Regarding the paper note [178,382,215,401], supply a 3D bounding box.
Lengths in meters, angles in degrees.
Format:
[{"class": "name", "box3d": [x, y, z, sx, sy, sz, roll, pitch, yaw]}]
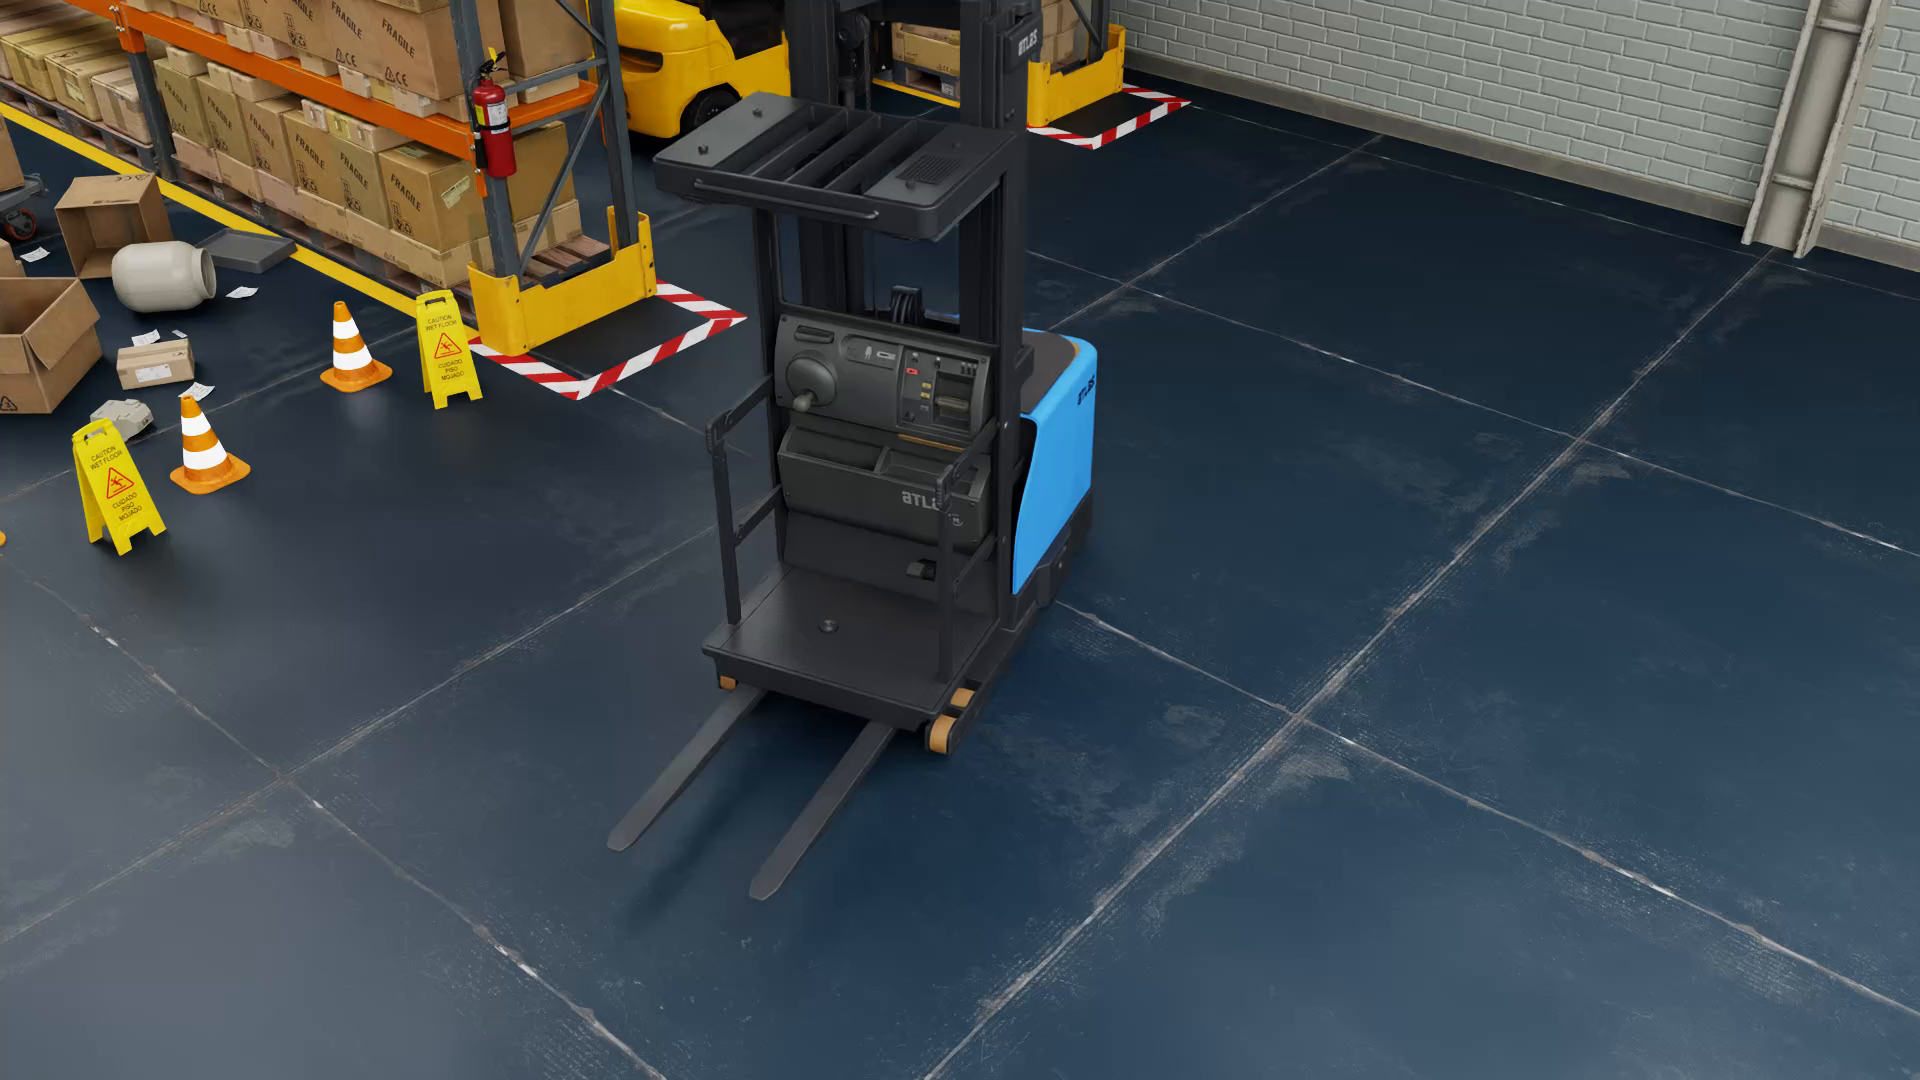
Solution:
[{"class": "paper note", "box3d": [-4.340, -0.847, 9.457, 0.142, 0.019, 0.148, 12, 36, 16]}]

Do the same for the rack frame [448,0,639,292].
[{"class": "rack frame", "box3d": [-2.340, -2.595, 9.379, 0.127, 3.000, 1.000, 25, 42, 32]}]

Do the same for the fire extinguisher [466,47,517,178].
[{"class": "fire extinguisher", "box3d": [-2.547, -2.321, 9.048, 0.183, 0.674, 0.296, 25, 42, 32]}]

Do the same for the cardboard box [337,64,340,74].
[{"class": "cardboard box", "box3d": [-3.537, -2.913, 10.064, 0.250, 0.149, 0.380, 26, 42, 32]}]

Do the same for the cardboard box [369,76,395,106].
[{"class": "cardboard box", "box3d": [-3.213, -2.679, 9.724, 0.250, 0.149, 0.380, 24, 41, 31]}]

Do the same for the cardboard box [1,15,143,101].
[{"class": "cardboard box", "box3d": [-6.909, -3.832, 13.131, 0.625, 0.372, 0.950, 27, 43, 33]}]

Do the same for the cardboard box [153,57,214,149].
[{"class": "cardboard box", "box3d": [-5.133, -3.061, 11.453, 0.500, 0.500, 0.500, 27, 43, 34]}]

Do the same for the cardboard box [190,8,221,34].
[{"class": "cardboard box", "box3d": [-4.758, -3.430, 10.816, 0.250, 0.149, 0.380, 27, 43, 33]}]

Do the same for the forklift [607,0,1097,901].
[{"class": "forklift", "box3d": [-0.405, -0.590, 6.520, 1.130, 2.935, 3.031, 14, 37, 19]}]

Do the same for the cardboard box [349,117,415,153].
[{"class": "cardboard box", "box3d": [-3.448, -2.491, 10.051, 0.250, 0.149, 0.380, 27, 43, 33]}]

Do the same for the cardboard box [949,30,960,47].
[{"class": "cardboard box", "box3d": [0.259, -4.042, 13.102, 0.500, 0.250, 0.500, 25, 41, 31]}]

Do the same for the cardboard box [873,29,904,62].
[{"class": "cardboard box", "box3d": [-0.485, -4.197, 13.770, 0.500, 0.250, 0.500, 26, 42, 32]}]

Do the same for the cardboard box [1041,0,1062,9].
[{"class": "cardboard box", "box3d": [0.585, -4.464, 13.275, 0.500, 0.250, 0.500, 25, 41, 31]}]

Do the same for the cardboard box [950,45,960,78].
[{"class": "cardboard box", "box3d": [0.270, -3.828, 13.232, 0.500, 0.250, 0.500, 26, 42, 32]}]

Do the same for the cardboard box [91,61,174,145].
[{"class": "cardboard box", "box3d": [-5.819, -3.322, 12.388, 0.625, 0.372, 0.950, 26, 42, 32]}]

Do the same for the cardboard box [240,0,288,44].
[{"class": "cardboard box", "box3d": [-4.075, -3.393, 10.190, 0.500, 0.500, 0.500, 26, 42, 32]}]

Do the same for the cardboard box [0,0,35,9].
[{"class": "cardboard box", "box3d": [-8.060, -4.373, 13.919, 0.625, 0.372, 0.950, 22, 40, 29]}]

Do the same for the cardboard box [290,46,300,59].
[{"class": "cardboard box", "box3d": [-3.926, -3.096, 10.330, 0.250, 0.149, 0.380, 25, 42, 32]}]

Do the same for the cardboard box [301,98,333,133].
[{"class": "cardboard box", "box3d": [-3.840, -2.680, 10.325, 0.250, 0.149, 0.380, 27, 43, 34]}]

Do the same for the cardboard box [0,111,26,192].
[{"class": "cardboard box", "box3d": [-6.530, -2.540, 10.838, 0.500, 0.500, 0.500, 25, 42, 32]}]

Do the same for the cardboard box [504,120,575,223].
[{"class": "cardboard box", "box3d": [-2.802, -2.364, 10.439, 0.500, 0.500, 0.500, 24, 41, 30]}]

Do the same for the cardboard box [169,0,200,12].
[{"class": "cardboard box", "box3d": [-4.854, -3.755, 10.717, 0.500, 0.500, 0.500, 25, 42, 32]}]

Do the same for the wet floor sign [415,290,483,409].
[{"class": "wet floor sign", "box3d": [-2.879, -1.090, 9.267, 0.267, 0.644, 0.232, -18, 38, -25]}]

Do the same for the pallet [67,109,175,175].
[{"class": "pallet", "box3d": [-6.013, -3.175, 12.687, 1.213, 0.211, 1.003, 25, 42, 32]}]

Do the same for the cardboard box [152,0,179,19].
[{"class": "cardboard box", "box3d": [-5.150, -3.617, 11.090, 0.250, 0.149, 0.380, 27, 43, 33]}]

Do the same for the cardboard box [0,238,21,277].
[{"class": "cardboard box", "box3d": [-6.034, -1.491, 9.857, 0.503, 0.637, 0.797, 25, 42, 32]}]

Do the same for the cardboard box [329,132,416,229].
[{"class": "cardboard box", "box3d": [-3.526, -2.308, 10.356, 0.500, 0.500, 0.500, 27, 43, 33]}]

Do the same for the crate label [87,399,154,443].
[{"class": "crate label", "box3d": [-4.589, -0.661, 9.091, 0.298, 0.136, 0.250, 6, 35, 8]}]

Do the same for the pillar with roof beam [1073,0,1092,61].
[{"class": "pillar with roof beam", "box3d": [-1.880, -6.000, 9.038, 0.400, 9.000, 9.100, 25, 42, 32]}]

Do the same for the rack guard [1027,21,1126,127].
[{"class": "rack guard", "box3d": [0.852, -3.717, 13.220, 0.348, 0.500, 1.175, 25, 42, 32]}]

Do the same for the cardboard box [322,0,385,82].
[{"class": "cardboard box", "box3d": [-3.315, -3.019, 9.645, 0.500, 0.500, 0.500, 25, 42, 32]}]

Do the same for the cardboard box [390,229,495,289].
[{"class": "cardboard box", "box3d": [-3.152, -1.819, 10.307, 0.500, 0.250, 0.500, 25, 42, 32]}]

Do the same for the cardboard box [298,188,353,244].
[{"class": "cardboard box", "box3d": [-3.932, -2.188, 10.845, 0.500, 0.250, 0.500, 24, 41, 30]}]

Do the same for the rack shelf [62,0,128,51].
[{"class": "rack shelf", "box3d": [-6.951, -4.471, 12.747, 4.000, 0.370, 1.077, 25, 42, 32]}]

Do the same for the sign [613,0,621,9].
[{"class": "sign", "box3d": [-1.993, -3.188, 9.477, 0.005, 0.325, 0.100, 25, 42, 32]}]

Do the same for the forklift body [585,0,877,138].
[{"class": "forklift body", "box3d": [-1.791, -4.299, 12.610, 1.214, 2.155, 2.313, 25, 42, 32]}]

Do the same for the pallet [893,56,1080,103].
[{"class": "pallet", "box3d": [0.219, -3.865, 13.691, 1.213, 0.211, 1.003, 25, 42, 32]}]

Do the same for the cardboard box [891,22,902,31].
[{"class": "cardboard box", "box3d": [-0.530, -4.406, 13.632, 0.500, 0.250, 0.500, 24, 41, 31]}]

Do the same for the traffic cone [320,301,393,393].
[{"class": "traffic cone", "box3d": [-3.496, -1.143, 9.506, 0.334, 0.463, 0.336, 25, 42, 32]}]

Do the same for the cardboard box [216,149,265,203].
[{"class": "cardboard box", "box3d": [-4.716, -2.564, 11.391, 0.500, 0.250, 0.500, 28, 43, 34]}]

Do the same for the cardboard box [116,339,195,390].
[{"class": "cardboard box", "box3d": [-4.639, -1.015, 9.597, 0.380, 0.149, 0.250, -12, 36, -17]}]

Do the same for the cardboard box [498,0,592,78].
[{"class": "cardboard box", "box3d": [-2.526, -3.051, 9.692, 0.500, 0.500, 0.500, 25, 41, 31]}]

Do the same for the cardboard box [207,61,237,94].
[{"class": "cardboard box", "box3d": [-4.680, -3.072, 10.896, 0.250, 0.149, 0.380, 27, 43, 33]}]

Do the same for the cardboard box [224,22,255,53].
[{"class": "cardboard box", "box3d": [-4.400, -3.219, 10.509, 0.250, 0.149, 0.380, 25, 42, 32]}]

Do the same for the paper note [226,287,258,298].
[{"class": "paper note", "box3d": [-4.534, -1.569, 10.508, 0.148, 0.019, 0.142, 12, 36, 16]}]

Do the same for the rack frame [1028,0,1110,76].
[{"class": "rack frame", "box3d": [0.833, -4.756, 12.525, 0.127, 3.000, 1.000, 25, 42, 32]}]

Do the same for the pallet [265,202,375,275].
[{"class": "pallet", "box3d": [-3.933, -2.224, 11.303, 1.213, 0.211, 1.003, 25, 42, 32]}]

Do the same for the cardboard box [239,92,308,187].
[{"class": "cardboard box", "box3d": [-4.317, -2.684, 10.904, 0.500, 0.500, 0.500, 28, 43, 34]}]

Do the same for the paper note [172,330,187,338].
[{"class": "paper note", "box3d": [-4.721, -1.247, 10.057, 0.123, 0.001, 0.032, 25, 42, 32]}]

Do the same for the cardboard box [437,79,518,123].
[{"class": "cardboard box", "box3d": [-2.764, -2.534, 9.511, 0.250, 0.149, 0.380, 27, 43, 33]}]
